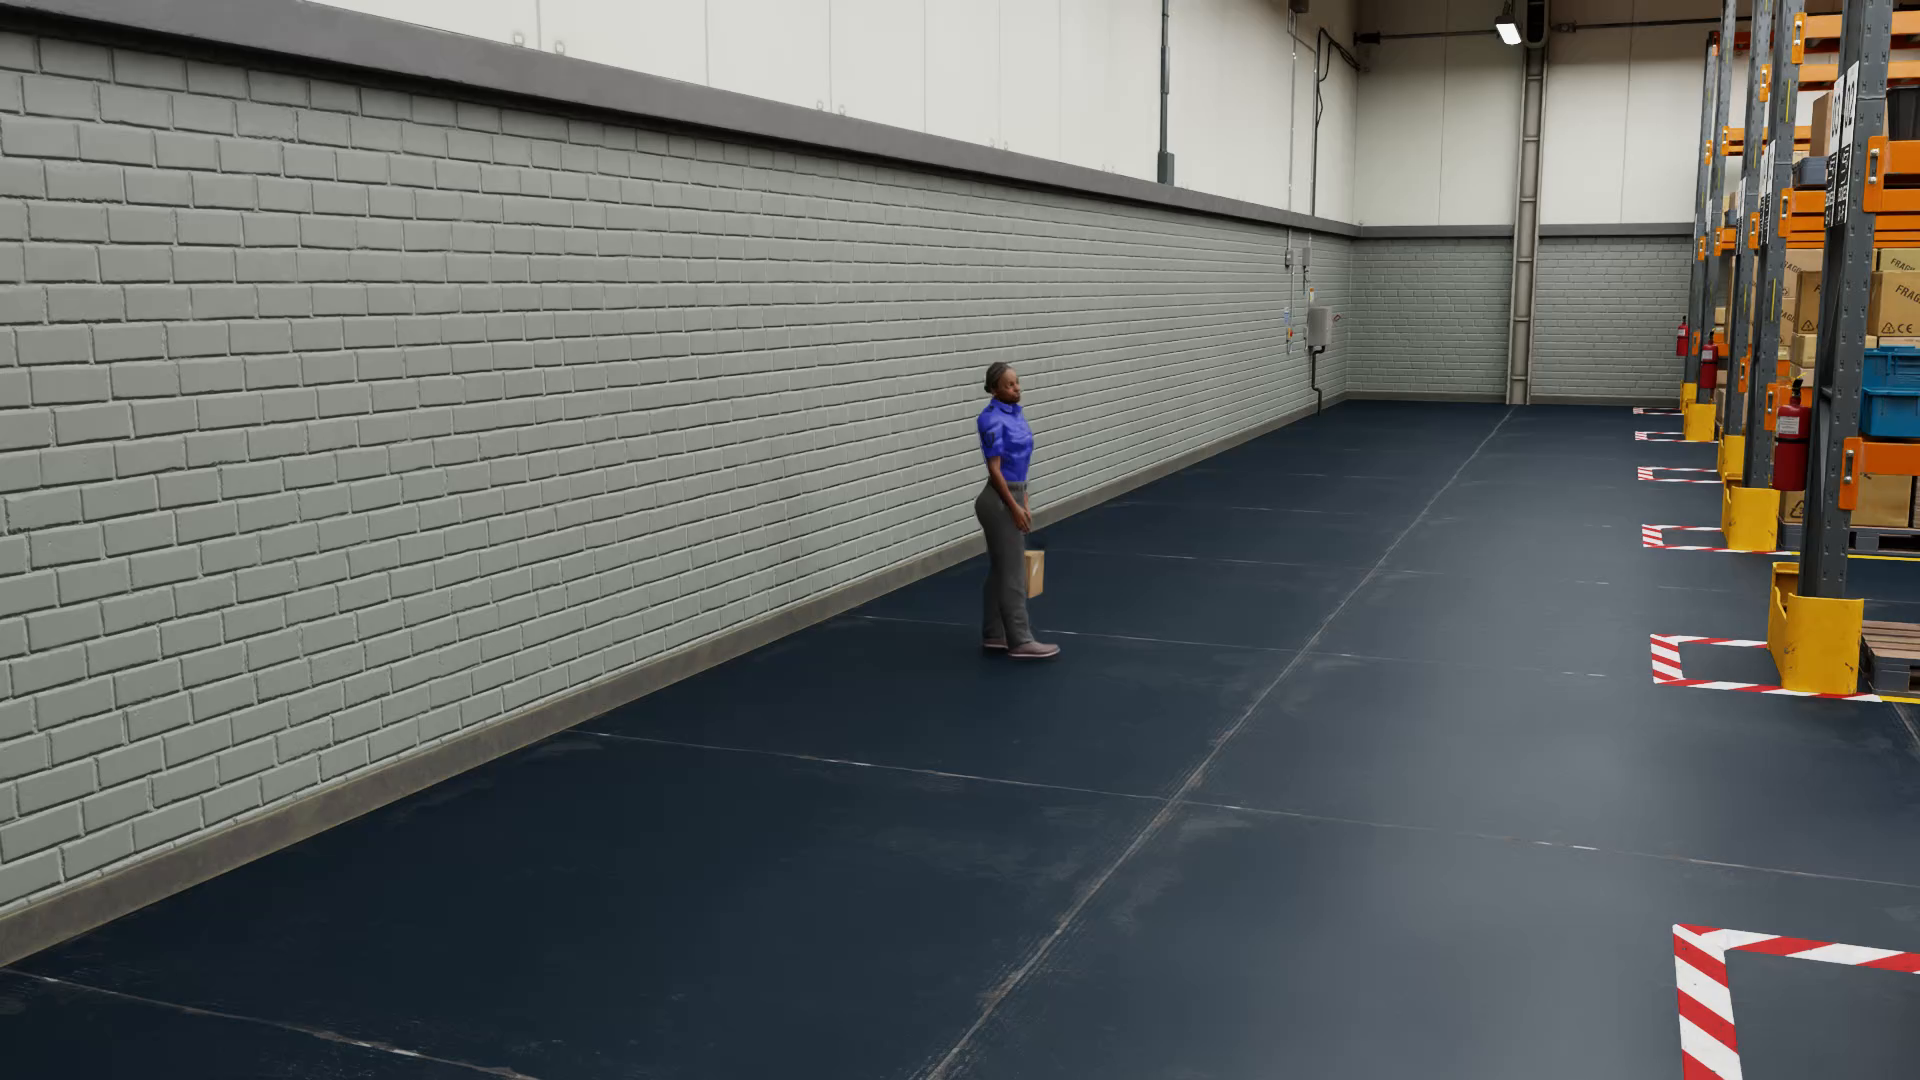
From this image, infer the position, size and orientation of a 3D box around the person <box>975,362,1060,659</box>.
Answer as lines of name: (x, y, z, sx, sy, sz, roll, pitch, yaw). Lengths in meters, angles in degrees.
person: (0.345, -0.167, 9.331, 0.492, 1.661, 0.488, 2, 9, 15)
